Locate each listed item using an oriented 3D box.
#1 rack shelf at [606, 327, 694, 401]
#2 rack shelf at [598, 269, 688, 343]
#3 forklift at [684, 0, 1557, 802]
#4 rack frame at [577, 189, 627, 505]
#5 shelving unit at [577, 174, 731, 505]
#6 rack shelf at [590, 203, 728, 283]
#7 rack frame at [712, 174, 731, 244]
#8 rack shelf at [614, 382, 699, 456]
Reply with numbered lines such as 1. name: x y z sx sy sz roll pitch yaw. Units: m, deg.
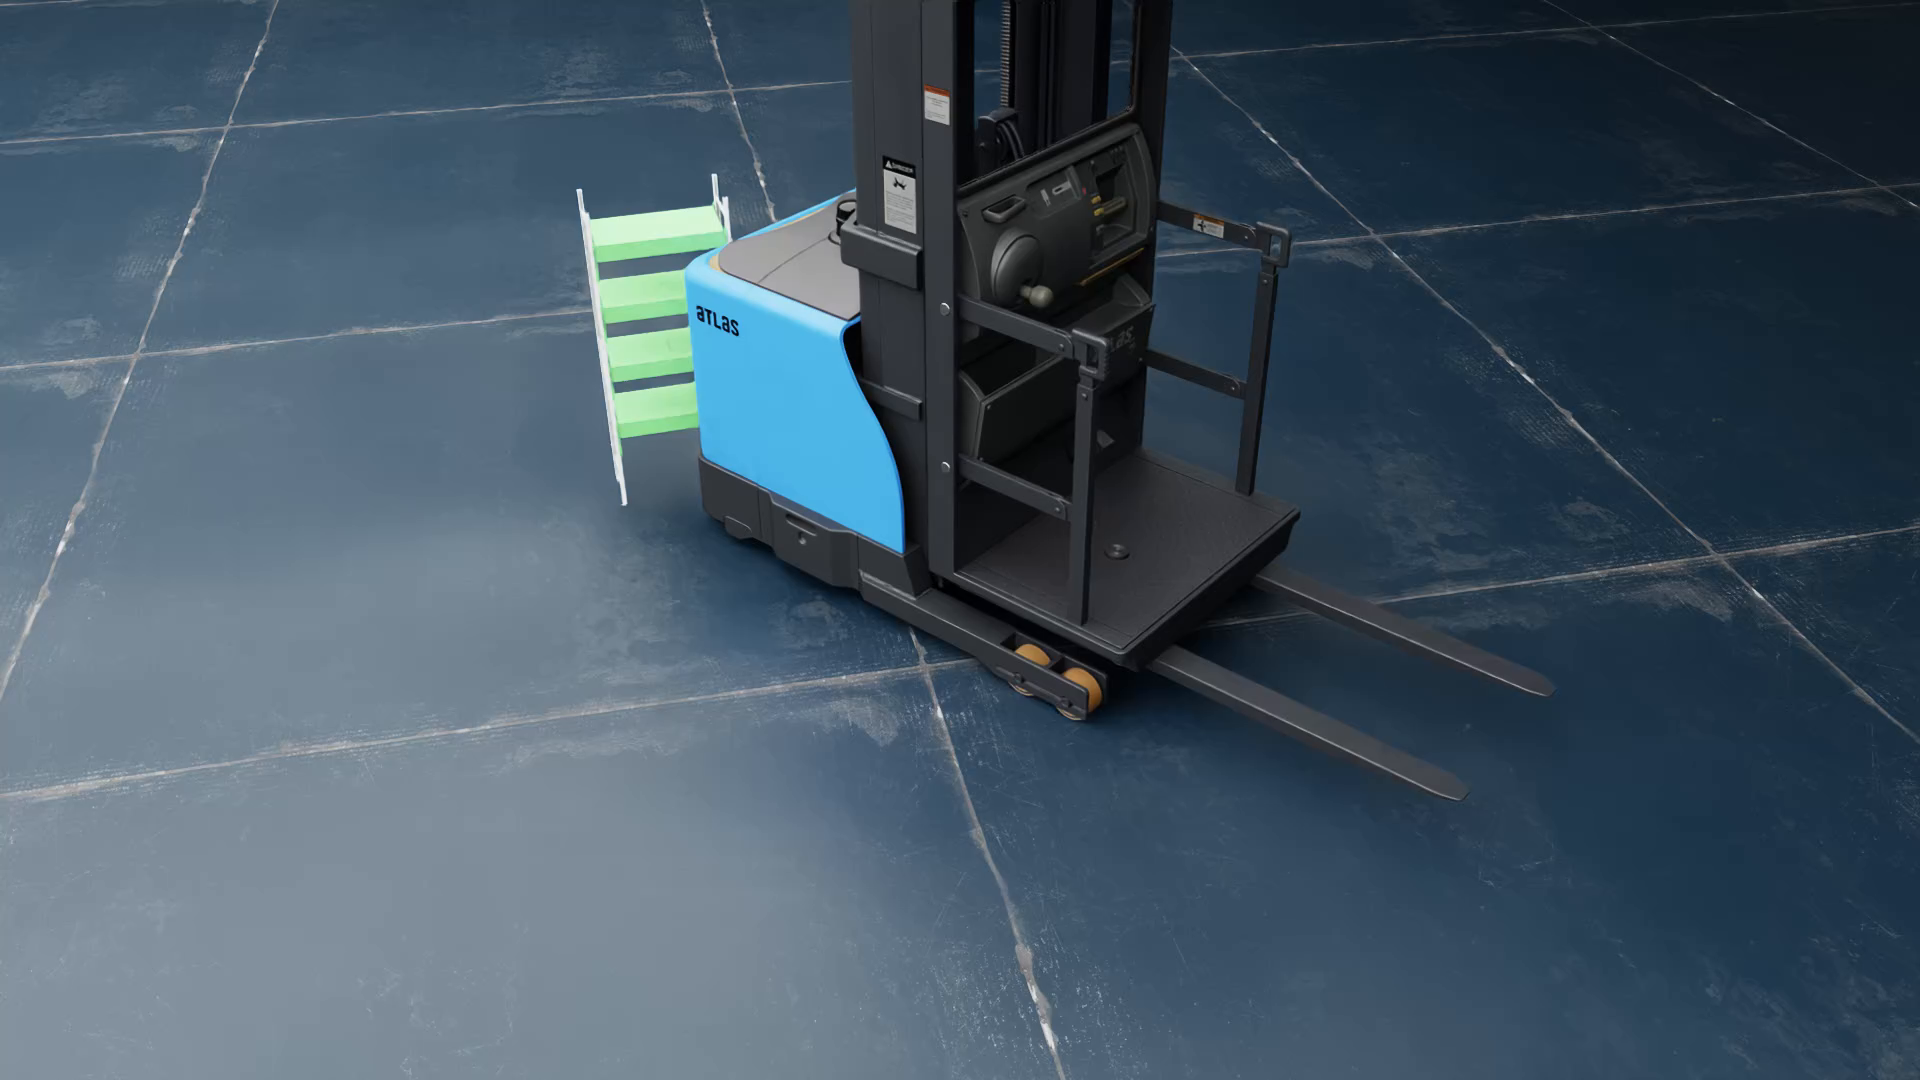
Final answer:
1. rack shelf: -1.100 -0.685 6.309 0.480 0.148 0.258 -10 35 -14
2. rack shelf: -1.100 -0.884 6.175 0.480 0.148 0.258 -10 35 -14
3. forklift: 0.480 -0.969 5.064 3.031 2.935 1.130 25 41 32
4. rack frame: -1.334 -0.698 6.214 0.015 1.200 0.240 -10 35 -14
5. shelving unit: -1.100 -0.738 6.273 0.503 1.200 0.258 -10 35 -14
6. rack shelf: -1.100 -1.084 6.041 0.480 0.148 0.258 -10 35 -14
7. rack frame: -0.867 -0.778 6.333 0.015 1.200 0.240 -10 35 -14
8. rack shelf: -1.100 -0.486 6.443 0.480 0.148 0.258 -10 35 -14
